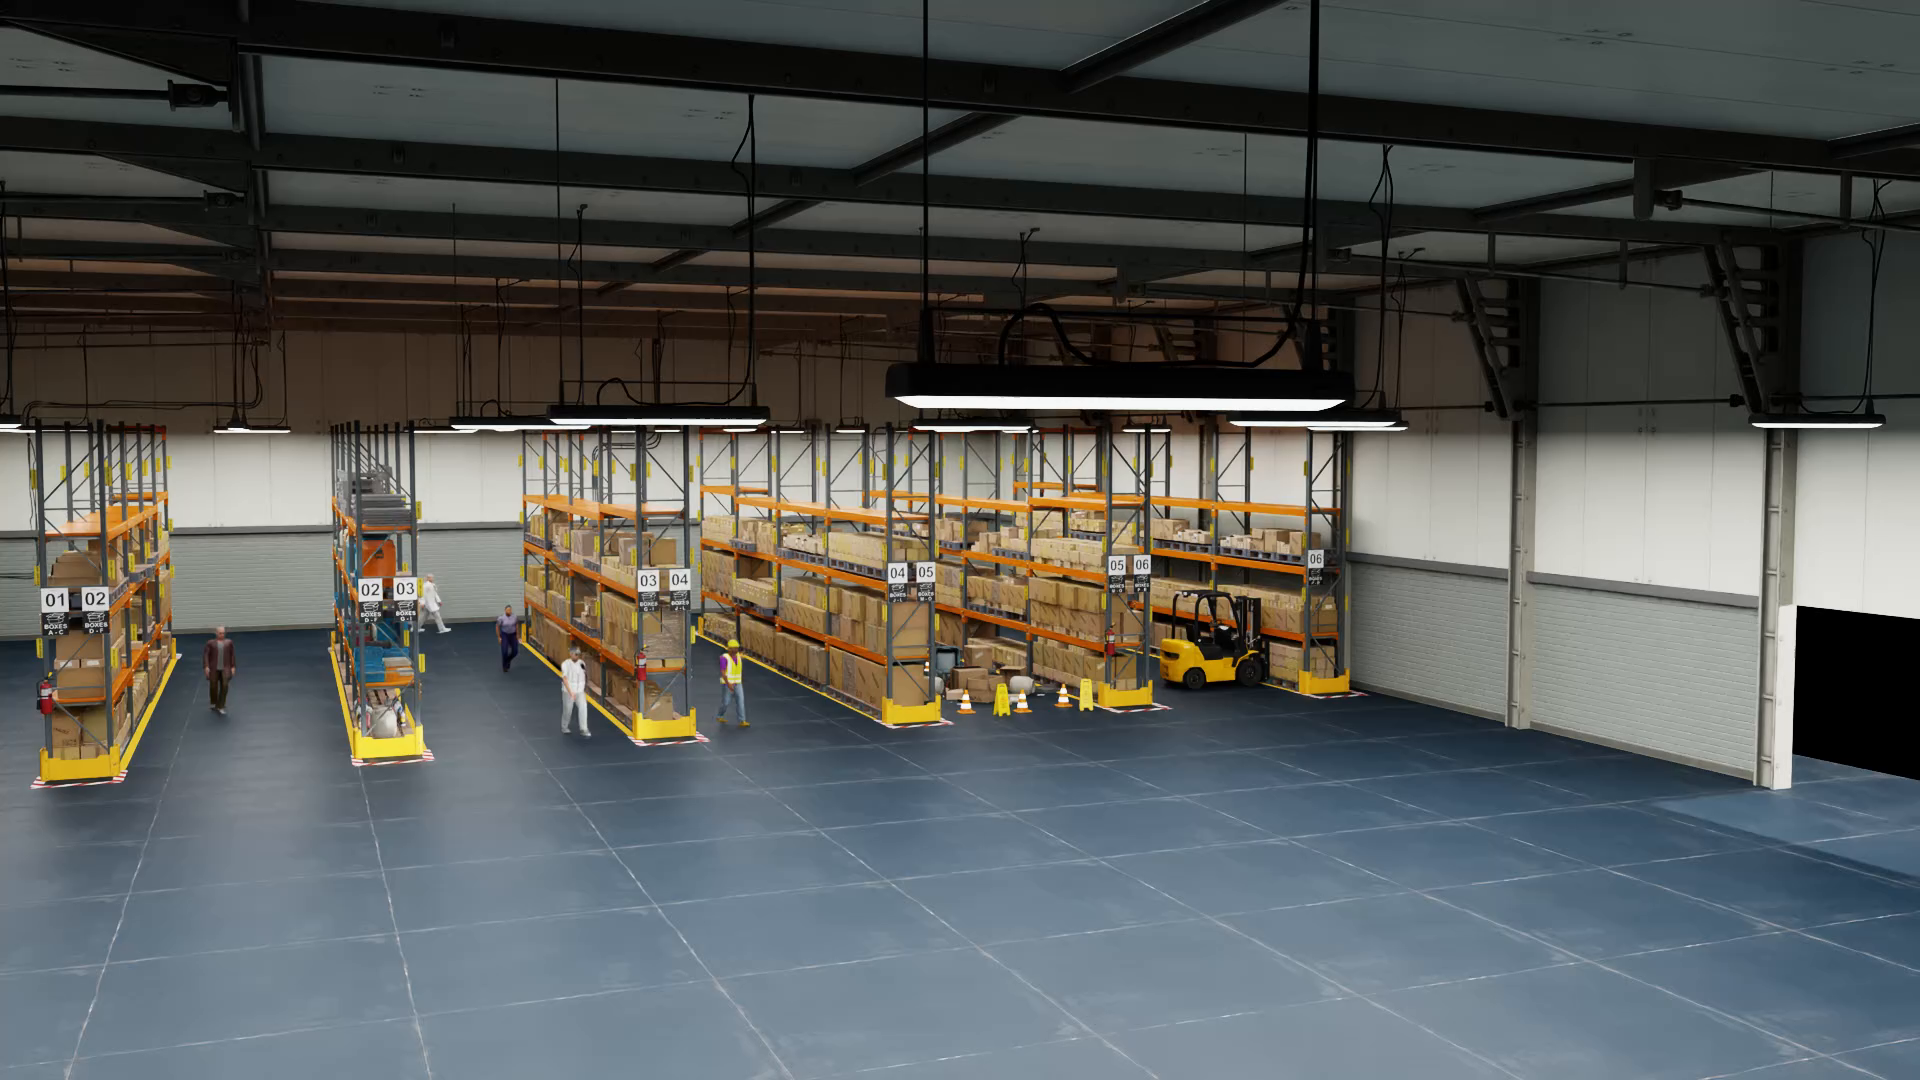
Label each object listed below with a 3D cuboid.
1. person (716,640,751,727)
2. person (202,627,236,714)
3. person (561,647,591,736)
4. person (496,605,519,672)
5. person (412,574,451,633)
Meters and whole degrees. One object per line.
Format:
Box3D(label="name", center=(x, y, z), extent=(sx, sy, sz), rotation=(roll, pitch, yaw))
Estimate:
Box3D(label="person", center=(-4.457, 2.819, 32.806), extent=(0.574, 1.700, 1.050), rotation=(-3, 5, -39))
Box3D(label="person", center=(-15.396, 2.712, 34.592), extent=(0.672, 1.810, 0.741), rotation=(-3, 4, -36))
Box3D(label="person", center=(-7.322, 2.871, 31.726), extent=(0.546, 1.693, 1.029), rotation=(-3, 4, -37))
Box3D(label="person", center=(-11.064, 2.385, 40.610), extent=(0.575, 1.633, 0.543), rotation=(-2, 4, -32))
Box3D(label="person", center=(-15.336, 1.841, 48.227), extent=(1.145, 1.730, 0.598), rotation=(0, 4, -7))
